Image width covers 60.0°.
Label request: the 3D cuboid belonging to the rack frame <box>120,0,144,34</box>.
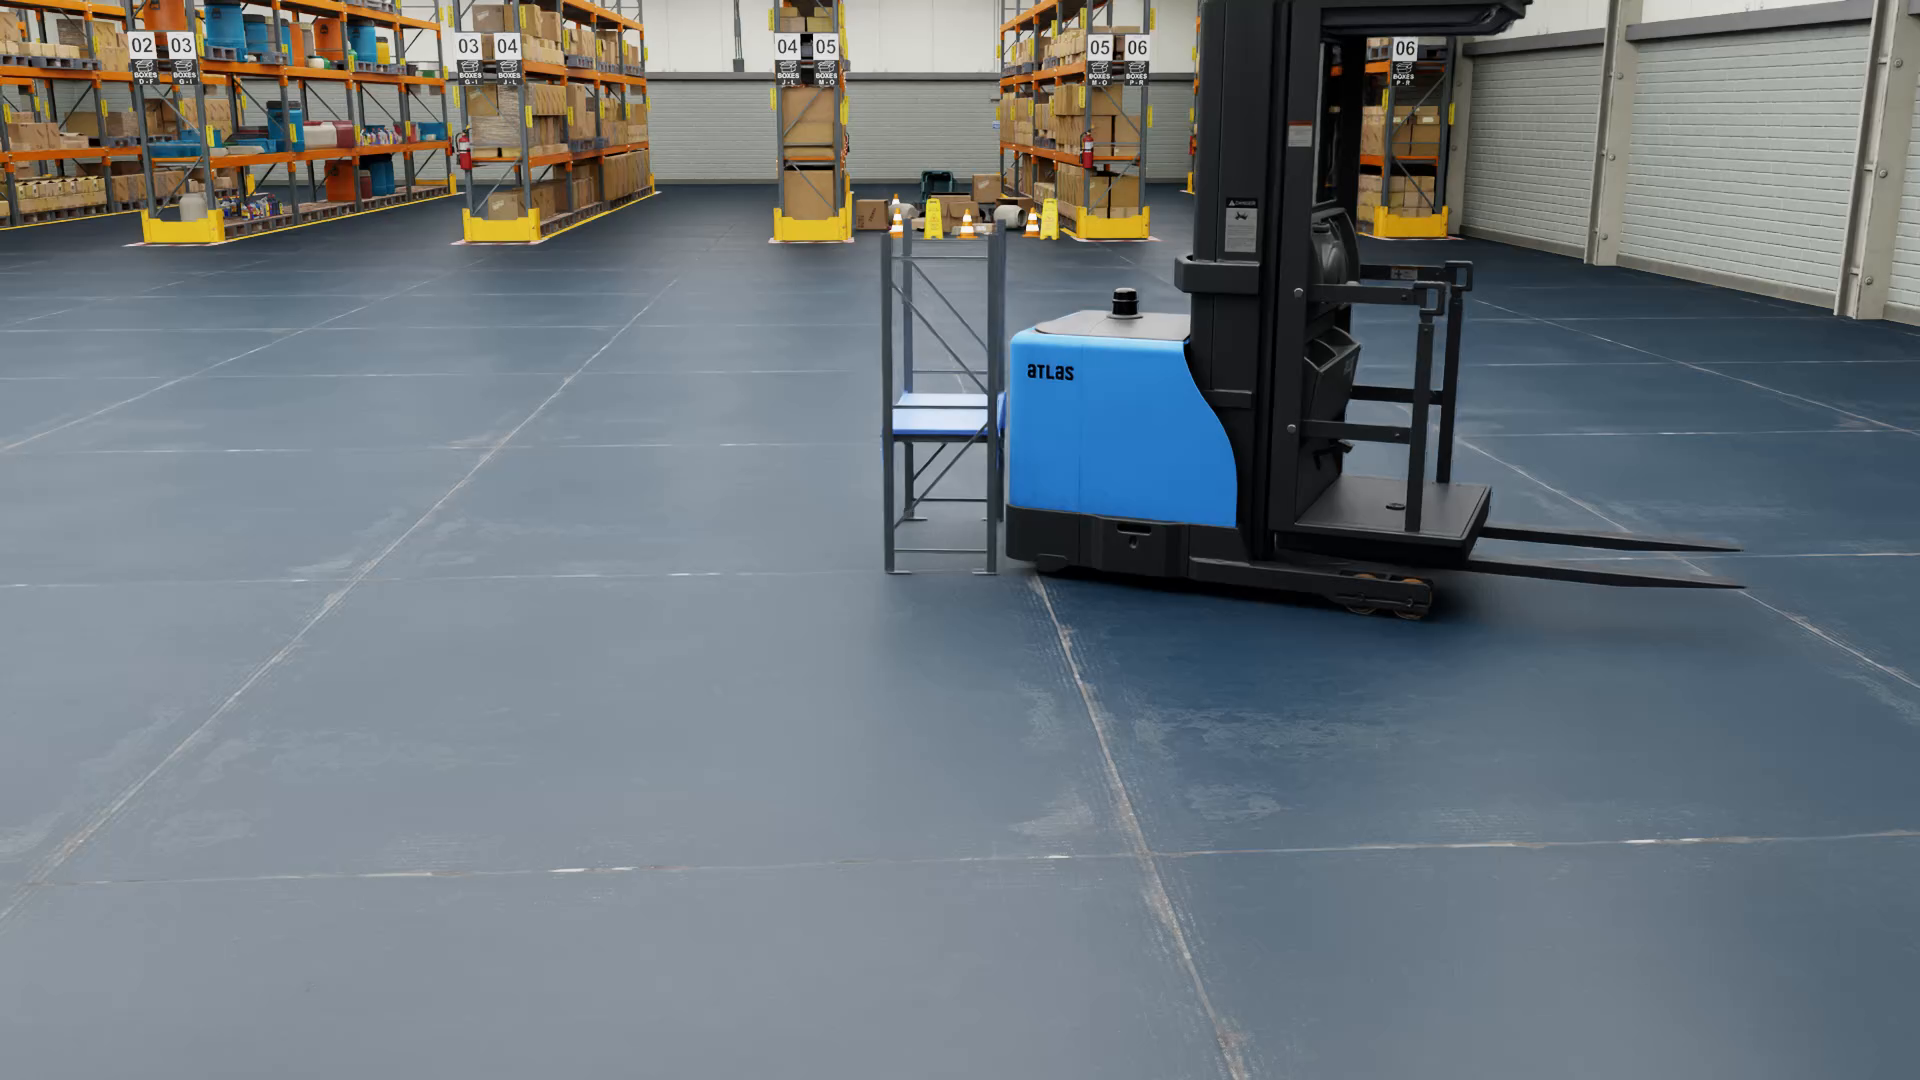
[{"bbox_3d":[-18.001,-12.011,36.648,1.000,3.000,0.127,-1,14,-3],"label":"rack frame"}]

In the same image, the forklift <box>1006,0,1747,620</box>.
[{"bbox_3d":[1.772,-1.245,6.982,3.031,2.935,1.130,6,16,22],"label":"forklift"}]

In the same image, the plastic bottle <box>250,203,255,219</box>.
[{"bbox_3d":[-12.136,-5.629,28.478,0.097,0.271,0.097,0,14,0],"label":"plastic bottle"}]

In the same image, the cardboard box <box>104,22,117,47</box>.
[{"bbox_3d":[-17.837,-10.458,34.426,0.500,0.500,0.500,-1,14,-3],"label":"cardboard box"}]

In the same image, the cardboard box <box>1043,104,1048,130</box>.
[{"bbox_3d":[1.925,-8.310,32.664,0.500,0.500,0.500,-1,14,-6],"label":"cardboard box"}]

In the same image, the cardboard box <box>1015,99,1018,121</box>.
[{"bbox_3d":[1.518,-9.829,38.001,0.500,0.500,0.500,-1,14,-3],"label":"cardboard box"}]

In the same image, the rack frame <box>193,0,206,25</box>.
[{"bbox_3d":[-18.249,-13.006,40.515,1.000,3.000,0.127,-1,14,-3],"label":"rack frame"}]

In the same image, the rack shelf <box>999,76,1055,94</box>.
[{"bbox_3d":[1.654,-11.012,40.230,1.077,0.370,4.000,-1,14,-3],"label":"rack shelf"}]

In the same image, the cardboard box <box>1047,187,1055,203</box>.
[{"bbox_3d":[2.191,-6.661,32.325,0.950,0.372,0.625,0,14,0],"label":"cardboard box"}]

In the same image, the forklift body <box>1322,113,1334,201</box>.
[{"bbox_3d":[5.537,-6.536,29.113,2.313,2.155,1.214,-1,14,-3],"label":"forklift body"}]

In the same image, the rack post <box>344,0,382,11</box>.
[{"bbox_3d":[-12.804,-11.343,35.055,0.937,0.300,0.954,1,14,3],"label":"rack post"}]

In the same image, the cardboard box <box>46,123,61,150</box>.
[{"bbox_3d":[-17.633,-7.742,31.896,0.500,0.500,0.500,-2,15,-6],"label":"cardboard box"}]

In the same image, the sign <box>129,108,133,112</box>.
[{"bbox_3d":[-18.542,-9.514,37.248,0.100,0.325,0.005,-1,14,-3],"label":"sign"}]

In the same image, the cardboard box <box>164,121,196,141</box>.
[{"bbox_3d":[-17.760,-9.285,37.892,0.500,0.500,0.500,-1,14,-2],"label":"cardboard box"}]

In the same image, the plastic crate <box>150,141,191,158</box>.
[{"bbox_3d":[-12.643,-6.244,26.574,0.499,0.251,0.616,-1,14,-3],"label":"plastic crate"}]

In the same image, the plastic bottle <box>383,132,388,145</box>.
[{"bbox_3d":[-12.656,-8.812,36.503,0.152,0.276,0.135,-1,14,-3],"label":"plastic bottle"}]

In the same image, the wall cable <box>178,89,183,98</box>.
[{"bbox_3d":[-23.186,-12.837,46.089,3.097,2.526,0.112,-1,14,-3],"label":"wall cable"}]

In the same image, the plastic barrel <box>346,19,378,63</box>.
[{"bbox_3d":[-12.798,-10.658,35.560,0.600,0.901,0.708,-1,14,-3],"label":"plastic barrel"}]

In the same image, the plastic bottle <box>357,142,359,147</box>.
[{"bbox_3d":[-12.493,-8.266,34.390,0.097,0.271,0.097,0,14,0],"label":"plastic bottle"}]

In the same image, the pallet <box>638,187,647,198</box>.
[{"bbox_3d":[-8.161,-8.401,40.256,1.003,0.211,1.213,-1,14,-3],"label":"pallet"}]

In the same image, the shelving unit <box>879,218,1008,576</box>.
[{"bbox_3d":[-0.058,-0.701,7.742,0.538,1.500,1.048,1,14,3],"label":"shelving unit"}]

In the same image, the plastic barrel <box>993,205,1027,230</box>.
[{"bbox_3d":[0.882,-5.669,29.209,0.512,0.421,0.421,10,18,35],"label":"plastic barrel"}]

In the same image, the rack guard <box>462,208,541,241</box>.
[{"bbox_3d":[-7.374,-5.081,26.772,1.175,0.500,0.348,-1,14,-3],"label":"rack guard"}]

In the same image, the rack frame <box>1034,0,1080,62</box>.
[{"bbox_3d":[2.026,-11.321,33.967,1.000,3.000,0.127,-1,14,-3],"label":"rack frame"}]

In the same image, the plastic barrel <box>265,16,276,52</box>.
[{"bbox_3d":[-12.850,-9.173,30.631,0.600,0.901,0.600,0,14,0],"label":"plastic barrel"}]

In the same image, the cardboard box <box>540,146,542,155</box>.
[{"bbox_3d":[-7.233,-6.537,27.916,0.380,0.149,0.250,-1,14,-3],"label":"cardboard box"}]

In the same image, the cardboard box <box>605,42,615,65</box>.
[{"bbox_3d":[-8.067,-10.818,36.988,0.700,0.500,0.500,-1,14,-2],"label":"cardboard box"}]

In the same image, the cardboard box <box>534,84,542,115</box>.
[{"bbox_3d":[-7.156,-7.215,27.245,0.500,0.500,0.500,-1,14,-3],"label":"cardboard box"}]

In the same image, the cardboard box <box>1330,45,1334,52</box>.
[{"bbox_3d":[6.952,-8.965,30.290,0.380,0.149,0.250,-1,14,-2],"label":"cardboard box"}]

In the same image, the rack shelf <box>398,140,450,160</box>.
[{"bbox_3d":[-13.180,-9.330,39.712,1.077,0.370,4.000,-1,14,-3],"label":"rack shelf"}]

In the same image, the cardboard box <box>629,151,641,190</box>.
[{"bbox_3d":[-8.130,-8.821,39.712,0.875,0.875,0.875,-1,14,-3],"label":"cardboard box"}]

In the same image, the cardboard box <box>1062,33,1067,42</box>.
[{"bbox_3d":[2.009,-8.859,29.321,0.380,0.149,0.250,-1,14,-4],"label":"cardboard box"}]

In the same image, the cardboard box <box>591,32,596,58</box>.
[{"bbox_3d":[-7.586,-9.891,33.225,0.500,0.500,0.500,-1,14,-2],"label":"cardboard box"}]

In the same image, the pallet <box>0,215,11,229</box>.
[{"bbox_3d":[-17.498,-5.567,29.239,1.003,0.211,1.213,-1,14,-3],"label":"pallet"}]

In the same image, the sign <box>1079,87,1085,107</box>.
[{"bbox_3d":[1.966,-7.136,26.784,0.100,0.325,0.005,-1,14,-3],"label":"sign"}]

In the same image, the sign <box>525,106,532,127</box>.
[{"bbox_3d":[-6.828,-6.701,26.312,0.100,0.325,0.005,-1,14,-3],"label":"sign"}]

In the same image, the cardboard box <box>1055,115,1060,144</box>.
[{"bbox_3d":[2.023,-7.500,30.357,0.500,0.500,0.500,-1,14,-4],"label":"cardboard box"}]

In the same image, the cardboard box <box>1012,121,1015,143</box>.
[{"bbox_3d":[1.494,-9.570,39.002,0.500,0.500,0.500,-1,14,-3],"label":"cardboard box"}]

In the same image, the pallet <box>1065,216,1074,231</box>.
[{"bbox_3d":[2.429,-5.600,29.367,1.003,0.211,1.213,-1,14,-3],"label":"pallet"}]

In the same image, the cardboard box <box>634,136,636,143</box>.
[{"bbox_3d":[-7.867,-9.474,39.333,0.380,0.149,0.250,-1,14,-4],"label":"cardboard box"}]

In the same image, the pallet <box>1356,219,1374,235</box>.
[{"bbox_3d":[7.386,-5.343,28.367,1.003,0.211,1.213,-1,14,-3],"label":"pallet"}]

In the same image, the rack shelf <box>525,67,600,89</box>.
[{"bbox_3d":[-7.741,-8.870,31.903,1.077,0.370,4.000,-1,14,-3],"label":"rack shelf"}]

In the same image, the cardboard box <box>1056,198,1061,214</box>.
[{"bbox_3d":[2.041,-6.142,30.552,0.500,0.250,0.500,-2,15,-6],"label":"cardboard box"}]

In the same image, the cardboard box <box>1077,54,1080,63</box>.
[{"bbox_3d":[2.177,-8.095,27.952,0.380,0.149,0.250,-1,14,-4],"label":"cardboard box"}]

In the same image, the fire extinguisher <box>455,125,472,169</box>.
[{"bbox_3d":[-7.823,-6.200,26.259,0.296,0.674,0.183,-1,14,-3],"label":"fire extinguisher"}]

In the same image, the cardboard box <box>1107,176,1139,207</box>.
[{"bbox_3d":[2.745,-5.872,27.998,0.500,0.500,0.500,-1,14,-5],"label":"cardboard box"}]

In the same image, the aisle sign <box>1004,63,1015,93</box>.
[{"bbox_3d":[1.236,-11.678,42.176,0.394,0.787,0.004,-1,14,-3],"label":"aisle sign"}]

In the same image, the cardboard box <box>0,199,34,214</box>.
[{"bbox_3d":[-17.283,-6.092,30.358,0.500,0.250,0.500,-1,14,-5],"label":"cardboard box"}]
